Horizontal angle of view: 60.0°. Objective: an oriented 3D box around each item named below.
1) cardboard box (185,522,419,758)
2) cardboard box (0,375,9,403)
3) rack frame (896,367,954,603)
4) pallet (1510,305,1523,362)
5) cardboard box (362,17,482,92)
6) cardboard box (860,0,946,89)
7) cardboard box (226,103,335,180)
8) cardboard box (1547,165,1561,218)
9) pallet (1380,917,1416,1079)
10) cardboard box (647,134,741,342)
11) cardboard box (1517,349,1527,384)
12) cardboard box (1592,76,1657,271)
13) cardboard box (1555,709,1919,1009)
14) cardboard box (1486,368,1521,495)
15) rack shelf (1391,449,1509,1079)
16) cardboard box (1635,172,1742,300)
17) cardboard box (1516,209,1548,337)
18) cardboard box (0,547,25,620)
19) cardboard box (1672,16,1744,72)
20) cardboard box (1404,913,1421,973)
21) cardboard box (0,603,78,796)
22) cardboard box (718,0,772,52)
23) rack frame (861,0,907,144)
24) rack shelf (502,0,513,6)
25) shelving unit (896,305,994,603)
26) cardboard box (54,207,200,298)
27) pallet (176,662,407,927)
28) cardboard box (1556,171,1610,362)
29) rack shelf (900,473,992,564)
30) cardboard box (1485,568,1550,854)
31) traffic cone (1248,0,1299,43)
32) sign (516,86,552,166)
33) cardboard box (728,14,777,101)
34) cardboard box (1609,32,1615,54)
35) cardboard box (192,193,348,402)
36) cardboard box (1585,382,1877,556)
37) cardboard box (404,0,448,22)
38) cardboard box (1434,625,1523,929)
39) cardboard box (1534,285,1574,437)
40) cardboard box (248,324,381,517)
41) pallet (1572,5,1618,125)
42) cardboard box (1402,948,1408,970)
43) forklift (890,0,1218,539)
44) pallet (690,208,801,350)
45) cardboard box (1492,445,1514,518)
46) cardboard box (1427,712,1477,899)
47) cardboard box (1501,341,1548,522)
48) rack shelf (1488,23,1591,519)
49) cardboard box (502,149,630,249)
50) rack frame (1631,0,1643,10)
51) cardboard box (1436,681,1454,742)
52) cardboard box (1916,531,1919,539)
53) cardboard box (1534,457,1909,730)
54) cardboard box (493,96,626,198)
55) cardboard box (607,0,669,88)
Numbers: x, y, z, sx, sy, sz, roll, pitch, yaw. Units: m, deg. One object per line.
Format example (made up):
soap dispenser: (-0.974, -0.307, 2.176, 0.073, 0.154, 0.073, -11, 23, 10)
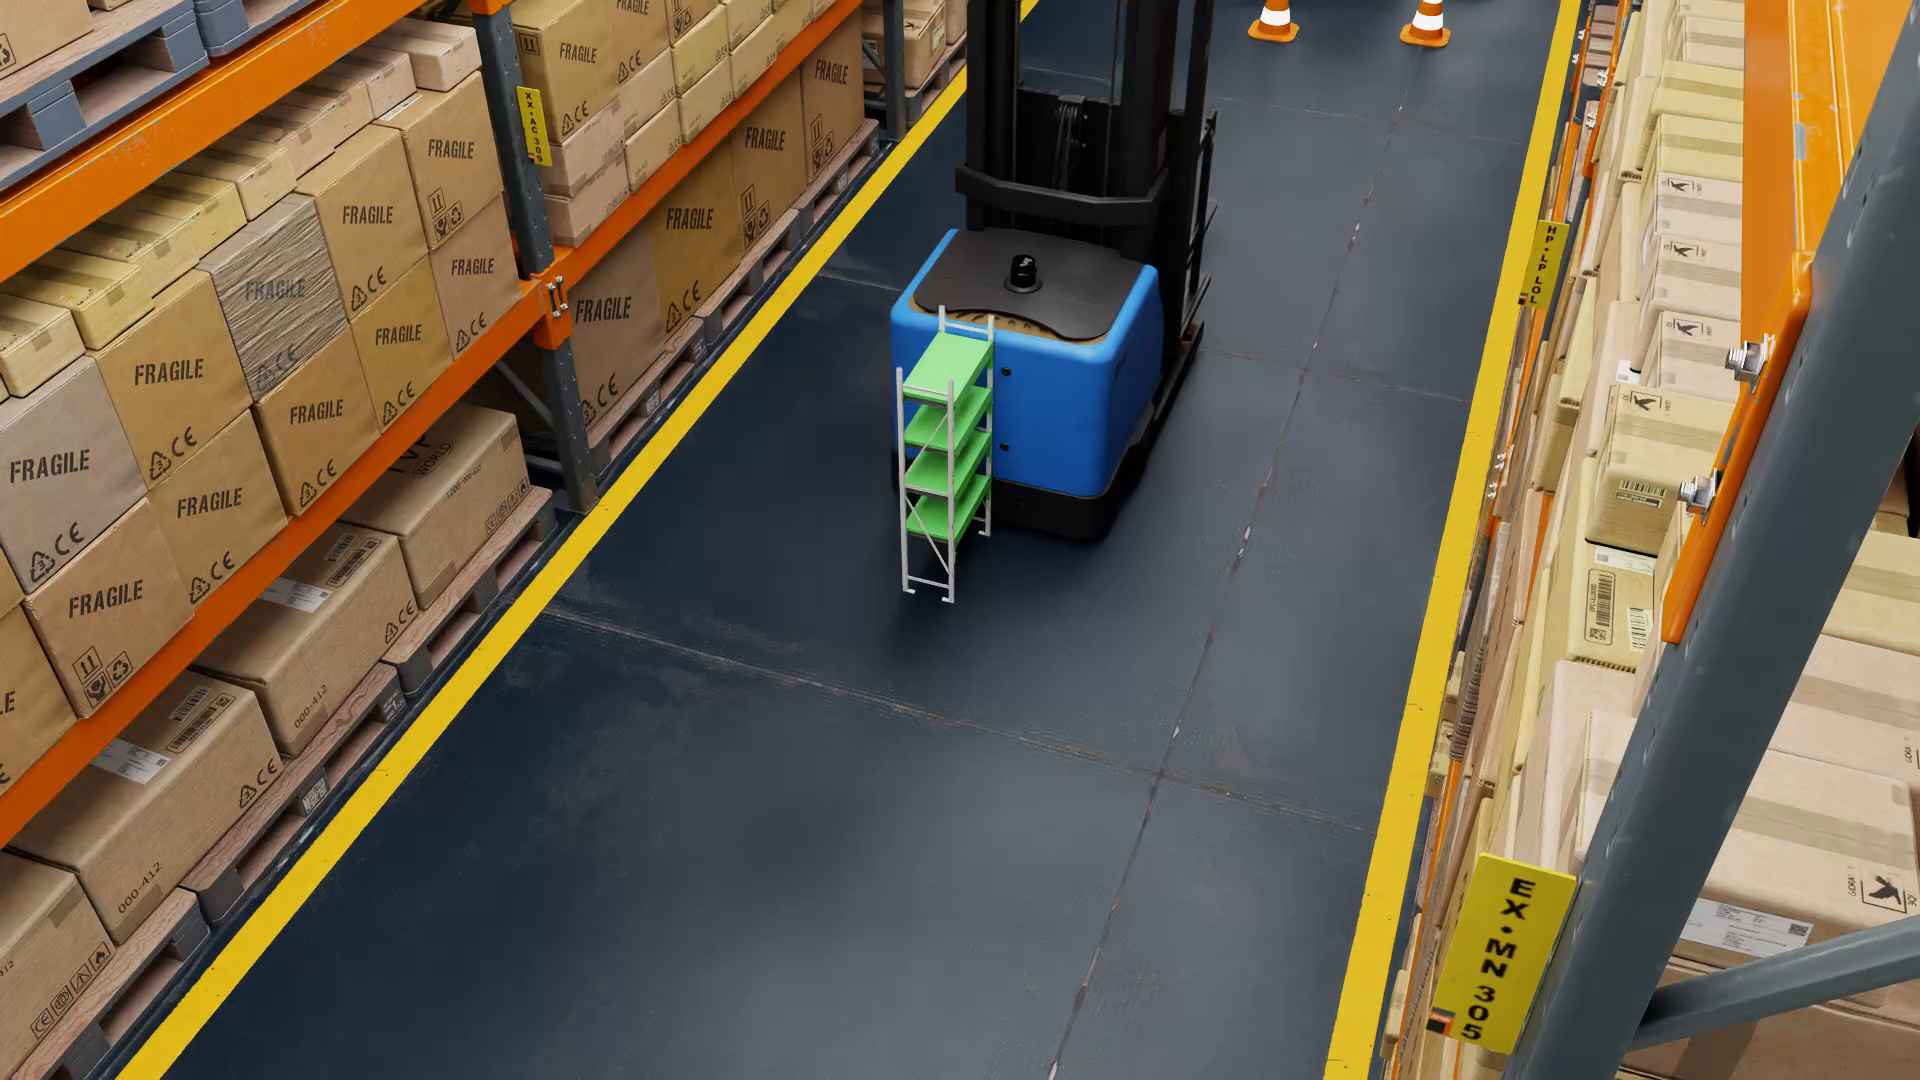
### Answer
cardboard box: (-2.827, 0.323, 6.664, 0.875, 0.438, 0.875, 12, 42, 14)
cardboard box: (-2.860, -0.423, 4.541, 0.380, 0.149, 0.250, 14, 42, 16)
rack frame: (-0.140, -0.207, 7.021, 0.240, 1.200, 0.015, 13, 42, 15)
pallet: (3.579, -1.263, 9.021, 1.003, 0.211, 1.213, 13, 42, 15)
cardboard box: (-2.012, -1.804, 6.160, 0.380, 0.149, 0.250, 12, 42, 14)
cardboard box: (-0.636, -3.339, 11.007, 0.950, 0.372, 0.625, 11, 42, 12)
cardboard box: (-2.369, -1.359, 5.638, 0.380, 0.149, 0.250, 13, 42, 15)
cardboard box: (3.211, -1.618, 8.313, 0.500, 0.250, 0.500, 13, 42, 15)
pallet: (1.868, 1.865, 5.355, 1.003, 0.211, 1.213, 13, 42, 15)
cardboard box: (-1.768, -1.697, 8.695, 0.875, 0.875, 0.875, 14, 43, 16)
cardboard box: (2.686, -0.675, 7.208, 0.500, 0.250, 0.500, 15, 43, 17)
cardboard box: (1.730, -0.787, 3.735, 0.500, 0.250, 0.500, 14, 42, 16)
cardboard box: (0.950, 0.386, 2.053, 0.380, 0.149, 0.250, 13, 42, 15)
cardboard box: (2.672, -0.389, 7.451, 0.500, 0.500, 0.500, 12, 42, 14)
rack shelf: (1.796, 1.133, 4.618, 1.077, 0.370, 4.000, 13, 42, 15)
cardboard box: (1.497, -0.548, 3.147, 0.380, 0.149, 0.250, 12, 42, 14)
cardboard box: (3.198, -1.326, 8.549, 0.500, 0.500, 0.500, 14, 42, 16)
cardboard box: (-2.972, 0.078, 4.454, 0.500, 0.500, 0.500, 12, 42, 14)
cardboard box: (1.795, -1.027, 3.709, 0.380, 0.149, 0.250, 12, 42, 14)
cardboard box: (1.647, 1.399, 5.397, 0.380, 0.149, 0.250, 13, 42, 15)
cardboard box: (-2.993, 0.461, 4.775, 0.500, 0.500, 0.500, 13, 42, 14)
cardboard box: (-1.270, -2.671, 8.254, 0.500, 0.250, 0.500, 12, 42, 14)
rack frame: (-0.838, -3.837, 9.890, 1.000, 3.000, 0.127, 13, 42, 15)
rack shelf: (-1.522, -3.484, 7.720, 1.077, 0.370, 4.000, 13, 42, 15)
shelving unit: (-0.057, -0.355, 7.196, 0.258, 1.200, 0.503, 13, 42, 15)
cardboard box: (-2.579, -0.885, 5.082, 0.380, 0.149, 0.250, 13, 42, 15)
pallet: (-2.955, 0.857, 6.537, 1.003, 0.211, 1.213, 13, 42, 15)
cardboard box: (1.715, -0.600, 3.900, 0.500, 0.250, 0.500, 15, 43, 17)
rack shelf: (-0.057, -0.124, 7.393, 0.258, 0.148, 0.480, 13, 42, 15)
cardboard box: (1.187, 0.347, 2.791, 0.500, 0.250, 0.500, 13, 42, 15)
traffic cone: (2.262, -3.845, 11.854, 0.336, 0.463, 0.334, 13, 42, 15)
sign: (-1.684, -1.634, 6.580, 0.100, 0.325, 0.005, 13, 42, 15)
cardboard box: (-1.262, -2.478, 8.412, 0.500, 0.250, 0.500, 13, 42, 14)
cardboard box: (3.413, -2.472, 8.160, 0.380, 0.149, 0.250, 15, 43, 17)
cardboard box: (-2.454, -0.846, 5.537, 0.500, 0.500, 0.500, 14, 42, 16)
cardboard box: (1.202, -0.085, 2.604, 0.380, 0.149, 0.250, 14, 42, 16)
cardboard box: (-2.289, -2.144, 7.058, 0.500, 0.500, 0.500, 15, 43, 16)
cardboard box: (1.378, 0.586, 3.630, 0.500, 0.500, 0.500, 15, 43, 17)
cardboard box: (1.934, -0.351, 4.727, 0.500, 0.500, 0.500, 12, 42, 14)
cardboard box: (-2.453, -0.471, 5.867, 0.500, 0.500, 0.500, 13, 42, 14)
pallet: (3.704, -2.268, 8.199, 1.213, 0.211, 1.003, 13, 42, 15)
cardboard box: (1.648, 1.516, 5.489, 0.380, 0.149, 0.250, 12, 42, 14)
forklift: (0.660, -2.083, 7.886, 1.130, 2.935, 3.031, 13, 42, 15)
pallet: (-1.597, -1.570, 9.381, 1.003, 0.211, 1.213, 13, 42, 15)
cardboard box: (2.076, -0.164, 5.779, 0.380, 0.149, 0.250, 15, 43, 17)
cardboard box: (1.550, 0.671, 4.300, 0.500, 0.500, 0.500, 15, 43, 17)
cardboard box: (2.074, -0.265, 5.397, 0.500, 0.500, 0.500, 13, 42, 14)
rack shelf: (3.164, -1.306, 7.478, 1.077, 0.370, 4.000, 13, 42, 15)
cardboard box: (-1.807, -1.550, 7.325, 0.500, 0.250, 0.500, 12, 42, 14)
rack frame: (2.480, -2.642, 3.867, 1.000, 3.000, 0.127, 13, 42, 15)
cardboard box: (2.054, 0.715, 6.427, 0.380, 0.149, 0.250, 12, 42, 13)
cardboard box: (1.684, 0.277, 2.487, 0.500, 0.250, 0.500, 13, 42, 15)
cardboard box: (1.204, 0.156, 2.629, 0.500, 0.250, 0.500, 12, 42, 14)
cardboard box: (-1.791, -1.736, 7.158, 0.500, 0.250, 0.500, 12, 42, 14)
cardboard box: (-1.637, -2.336, 7.284, 0.500, 0.500, 0.500, 13, 42, 15)
